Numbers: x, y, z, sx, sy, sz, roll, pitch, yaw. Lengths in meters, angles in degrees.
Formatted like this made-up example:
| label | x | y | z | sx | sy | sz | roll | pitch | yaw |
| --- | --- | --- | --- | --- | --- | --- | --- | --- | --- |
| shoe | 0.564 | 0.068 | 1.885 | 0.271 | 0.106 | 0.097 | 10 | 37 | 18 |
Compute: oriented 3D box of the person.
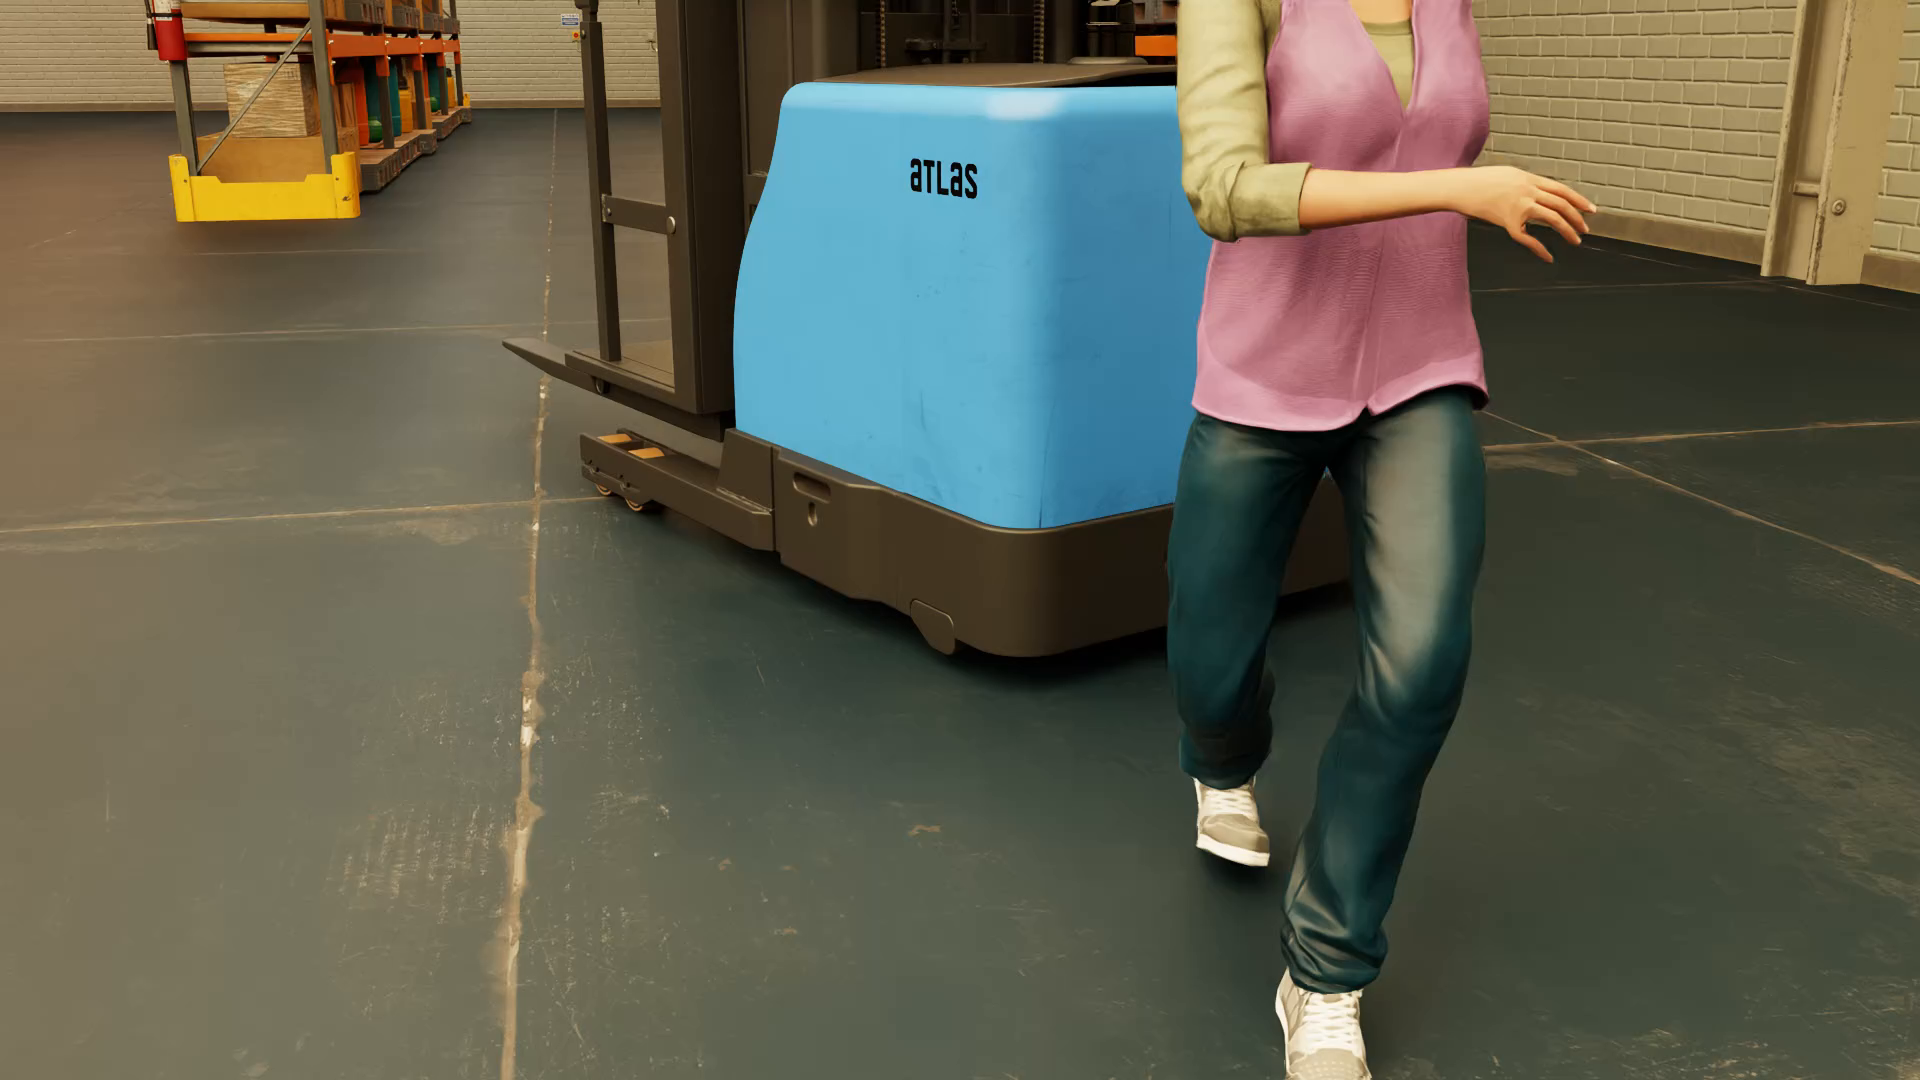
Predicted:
| label | x | y | z | sx | sy | sz | roll | pitch | yaw |
| --- | --- | --- | --- | --- | --- | --- | --- | --- | --- |
| person | 0.450 | -0.173 | 1.993 | 0.439 | 1.514 | 0.796 | -1 | 17 | -3 |

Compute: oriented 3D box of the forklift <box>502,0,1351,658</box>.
| label | x | y | z | sx | sy | sz | roll | pitch | yaw |
| --- | --- | --- | --- | --- | --- | --- | --- | --- | --- |
| forklift | -0.350 | -1.547 | 4.075 | 1.130 | 2.935 | 3.031 | -11 | 20 | -34 |
